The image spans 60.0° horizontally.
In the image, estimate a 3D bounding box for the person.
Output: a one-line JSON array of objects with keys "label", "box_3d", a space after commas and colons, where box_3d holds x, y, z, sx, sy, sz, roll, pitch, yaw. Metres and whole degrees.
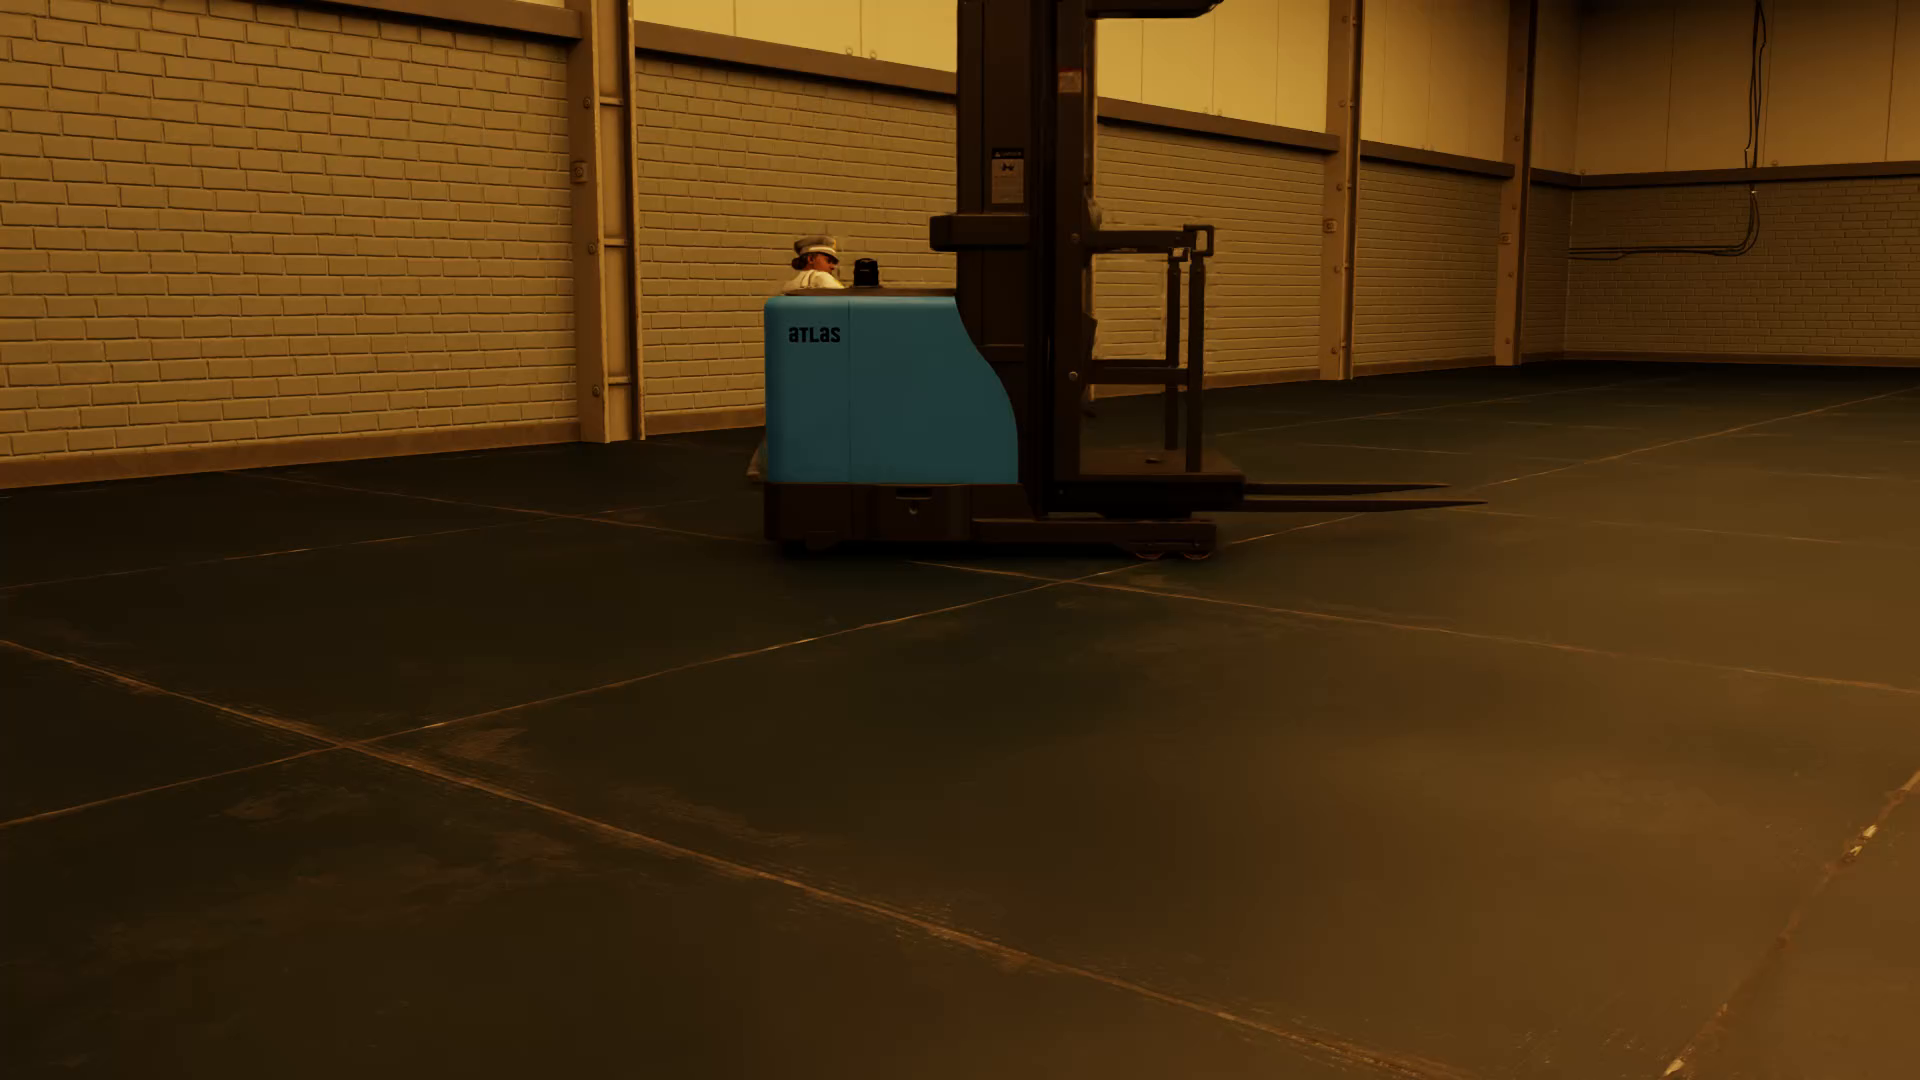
[{"label": "person", "box_3d": [-0.823, -0.992, 9.483, 0.855, 1.467, 0.738, 5, 10, 32]}]

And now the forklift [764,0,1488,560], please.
[{"label": "forklift", "box_3d": [0.709, -1.445, 7.157, 3.031, 2.935, 1.130, 0, 8, 2]}]
